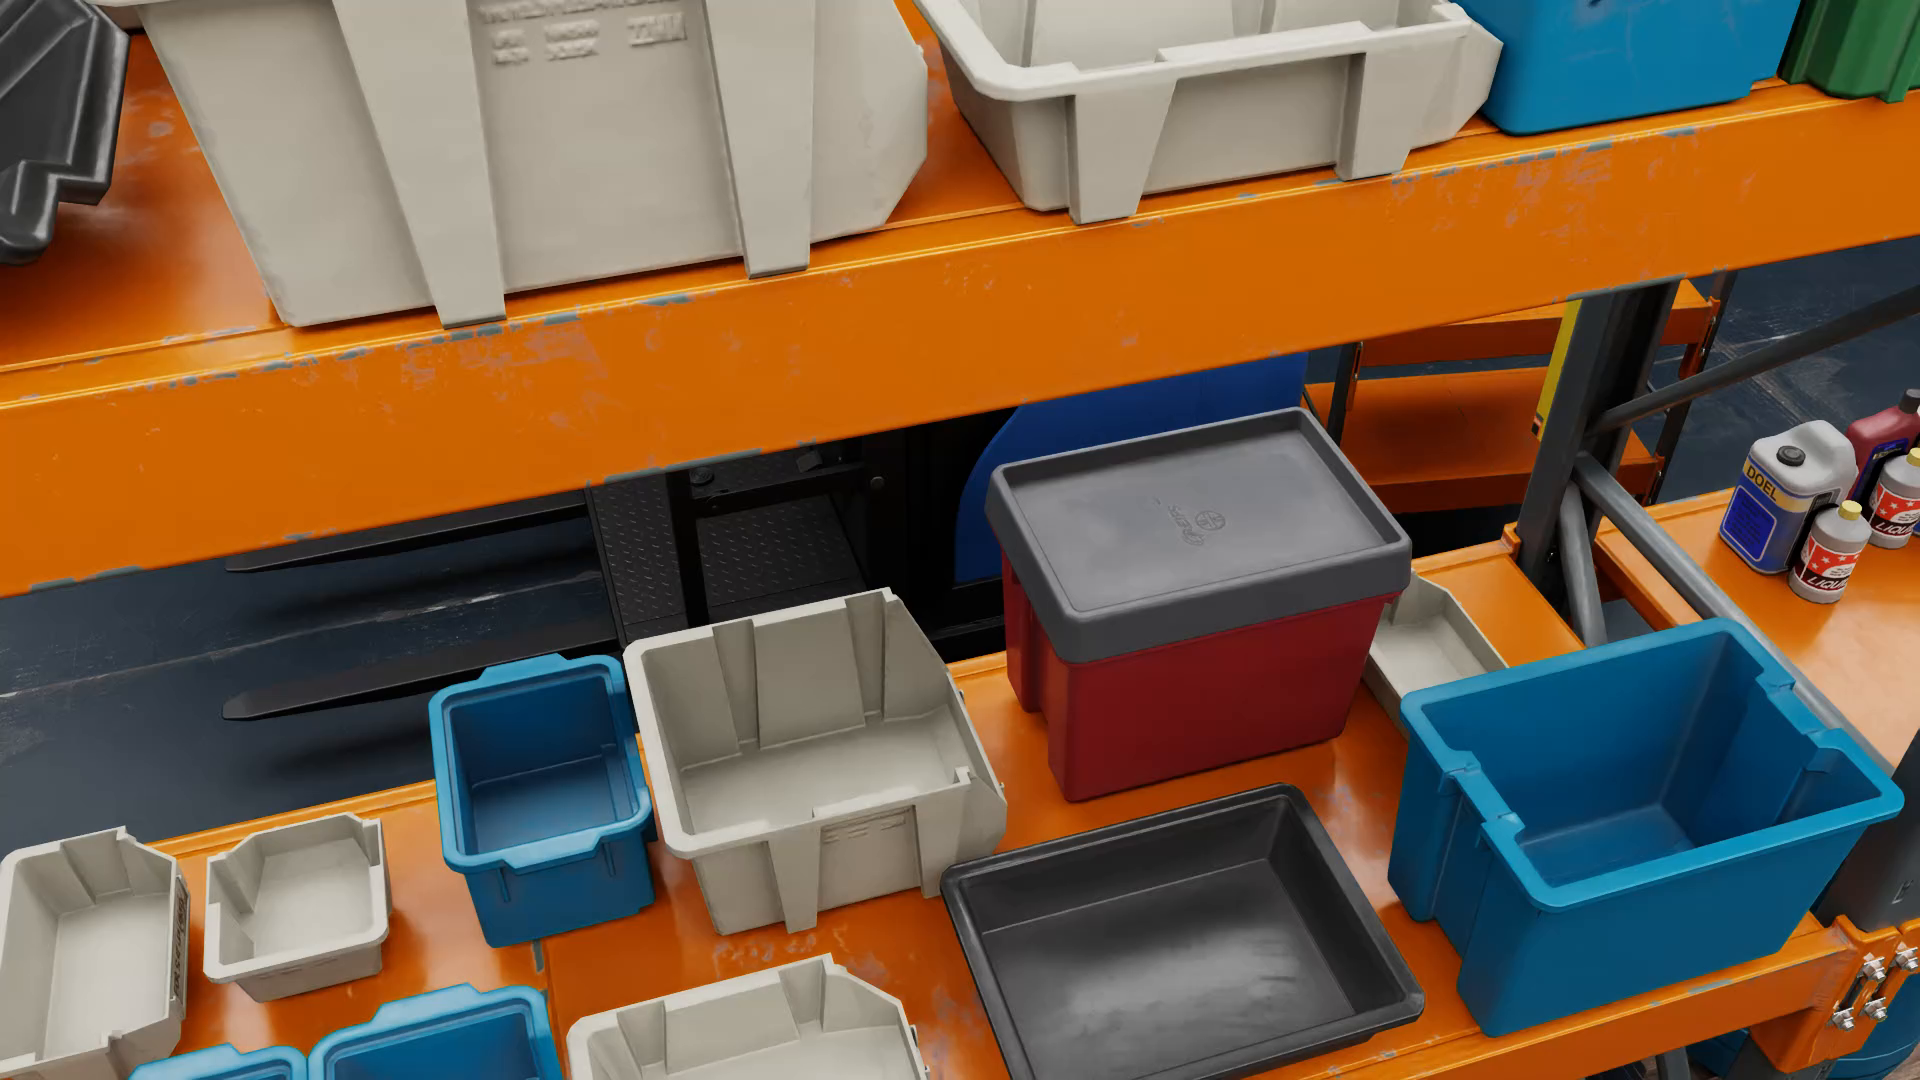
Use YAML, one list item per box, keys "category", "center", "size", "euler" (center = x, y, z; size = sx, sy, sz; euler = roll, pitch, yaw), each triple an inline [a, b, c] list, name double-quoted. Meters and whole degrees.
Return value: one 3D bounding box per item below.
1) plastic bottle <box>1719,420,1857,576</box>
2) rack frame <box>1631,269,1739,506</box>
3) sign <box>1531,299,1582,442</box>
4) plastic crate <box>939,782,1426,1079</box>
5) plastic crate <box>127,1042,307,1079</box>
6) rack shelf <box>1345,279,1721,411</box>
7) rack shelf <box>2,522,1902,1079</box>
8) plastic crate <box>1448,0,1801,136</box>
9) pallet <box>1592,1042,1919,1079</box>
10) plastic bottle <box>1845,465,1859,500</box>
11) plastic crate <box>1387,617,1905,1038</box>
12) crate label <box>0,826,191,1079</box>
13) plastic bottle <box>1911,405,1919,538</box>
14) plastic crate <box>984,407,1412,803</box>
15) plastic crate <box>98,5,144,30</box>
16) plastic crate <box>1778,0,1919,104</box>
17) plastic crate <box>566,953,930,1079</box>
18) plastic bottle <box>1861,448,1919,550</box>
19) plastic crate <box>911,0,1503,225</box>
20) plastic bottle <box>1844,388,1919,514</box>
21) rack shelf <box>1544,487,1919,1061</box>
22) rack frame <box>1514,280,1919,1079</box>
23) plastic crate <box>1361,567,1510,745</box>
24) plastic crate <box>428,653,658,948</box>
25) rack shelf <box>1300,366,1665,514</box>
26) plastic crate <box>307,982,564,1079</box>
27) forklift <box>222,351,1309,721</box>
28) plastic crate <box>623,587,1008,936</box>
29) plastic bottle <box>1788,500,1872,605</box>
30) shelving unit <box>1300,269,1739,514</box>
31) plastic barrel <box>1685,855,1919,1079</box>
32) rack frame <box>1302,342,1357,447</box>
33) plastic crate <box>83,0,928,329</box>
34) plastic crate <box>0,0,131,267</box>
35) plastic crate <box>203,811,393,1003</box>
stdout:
- category: "plastic bottle"
  center: [1.575, -0.088, 3.166]
  size: [0.135, 0.276, 0.152]
  euler: [-12, 42, -13]
- category: "rack frame"
  center: [2.028, -0.487, 4.952]
  size: [0.032, 1.125, 0.500]
  euler: [-5, 41, -5]
- category: "sign"
  center: [1.132, -0.304, 3.108]
  size: [0.005, 0.325, 0.100]
  euler: [-12, 42, -13]
- category: "plastic crate"
  center: [0.309, 0.616, 2.428]
  size: [0.590, 0.125, 0.437]
  euler: [-12, 42, -13]
- category: "plastic crate"
  center: [-0.929, 0.874, 2.051]
  size: [0.300, 0.233, 0.416]
  euler: [-12, 42, -13]
- category: "rack shelf"
  center: [1.523, -0.666, 4.713]
  size: [1.000, 0.278, 0.538]
  euler: [-5, 41, -5]
- category: "rack shelf"
  center: [-0.612, 0.812, 2.588]
  size: [4.000, 0.370, 1.077]
  euler: [-12, 42, -13]
- category: "plastic crate"
  center: [0.523, -0.541, 1.436]
  size: [0.300, 0.233, 0.416]
  euler: [-12, 42, -13]
- category: "pallet"
  center: [2.044, 1.069, 3.866]
  size: [1.213, 0.211, 1.003]
  euler: [-12, 42, -13]
- category: "plastic bottle"
  center: [1.677, -0.100, 3.236]
  size: [0.097, 0.201, 0.097]
  euler: [0, 41, 0]
- category: "plastic crate"
  center: [0.953, 0.435, 2.438]
  size: [0.575, 0.384, 0.392]
  euler: [-12, 42, -13]
- category: "crate label"
  center: [-1.257, 0.619, 2.416]
  size: [0.243, 0.136, 0.396]
  euler: [-12, 42, -13]
- category: "plastic bottle"
  center: [1.923, -0.161, 3.248]
  size: [0.135, 0.276, 0.152]
  euler: [-12, 42, -13]
- category: "plastic crate"
  center: [0.369, 0.118, 2.741]
  size: [0.583, 0.464, 0.402]
  euler: [-12, 42, -13]
- category: "plastic crate"
  center: [-0.623, -0.658, 1.644]
  size: [0.530, 0.136, 0.437]
  euler: [-12, 42, -13]
- category: "plastic crate"
  center: [0.983, -0.631, 1.573]
  size: [0.662, 0.188, 0.450]
  euler: [-12, 42, -13]
- category: "plastic crate"
  center: [-0.275, 0.755, 2.261]
  size: [0.466, 0.136, 0.293]
  euler: [-12, 42, -13]
- category: "plastic bottle"
  center: [1.823, -0.089, 3.223]
  size: [0.097, 0.201, 0.097]
  euler: [0, 41, 0]
- category: "plastic crate"
  center: [0.197, -0.395, 1.342]
  size: [0.466, 0.136, 0.293]
  euler: [-12, 42, -13]
- category: "plastic bottle"
  center: [1.782, -0.166, 3.248]
  size: [0.133, 0.283, 0.061]
  euler: [-12, 42, -13]
- category: "rack shelf"
  center: [3.203, 0.021, 3.493]
  size: [4.000, 0.370, 1.077]
  euler: [-12, 42, -13]
- category: "rack frame"
  center: [1.296, 0.146, 2.803]
  size: [0.127, 3.000, 1.000]
  euler: [-12, 42, -13]
- category: "plastic crate"
  center: [0.809, 0.225, 2.868]
  size: [0.243, 0.136, 0.396]
  euler: [-12, 42, -13]
- category: "plastic crate"
  center: [-0.638, 0.410, 2.583]
  size: [0.300, 0.233, 0.416]
  euler: [-12, 42, -13]
- category: "rack shelf"
  center: [1.523, -0.262, 5.066]
  size: [1.000, 0.278, 0.538]
  euler: [-5, 41, -5]
- category: "plastic crate"
  center: [-0.643, 0.815, 2.119]
  size: [0.300, 0.233, 0.416]
  euler: [-12, 42, -13]
- category: "forklift"
  center: [-0.600, -0.978, 4.141]
  size: [3.031, 2.935, 1.130]
  euler: [-12, 43, -13]
- category: "plastic crate"
  center: [-0.216, 0.354, 2.610]
  size: [0.530, 0.282, 0.437]
  euler: [-12, 42, -13]
- category: "plastic bottle"
  center: [1.630, 0.014, 3.105]
  size: [0.097, 0.201, 0.097]
  euler: [0, 41, 0]
- category: "shelving unit"
  center: [1.523, -0.446, 4.905]
  size: [1.048, 1.125, 0.538]
  euler: [-5, 41, -5]
- category: "plastic barrel"
  center: [1.820, 0.681, 3.467]
  size: [0.708, 0.901, 0.600]
  euler: [-12, 42, -13]
- category: "rack frame"
  center: [1.018, -0.405, 4.858]
  size: [0.032, 1.125, 0.500]
  euler: [-5, 41, -5]
- category: "plastic crate"
  center: [-0.313, -0.393, 1.230]
  size: [0.530, 0.282, 0.437]
  euler: [-12, 42, -13]
- category: "plastic crate"
  center: [-0.980, -0.300, 1.080]
  size: [0.767, 0.338, 0.504]
  euler: [-12, 42, -13]
- category: "plastic crate"
  center: [-0.980, 0.549, 2.496]
  size: [0.250, 0.136, 0.298]
  euler: [-12, 42, -13]
